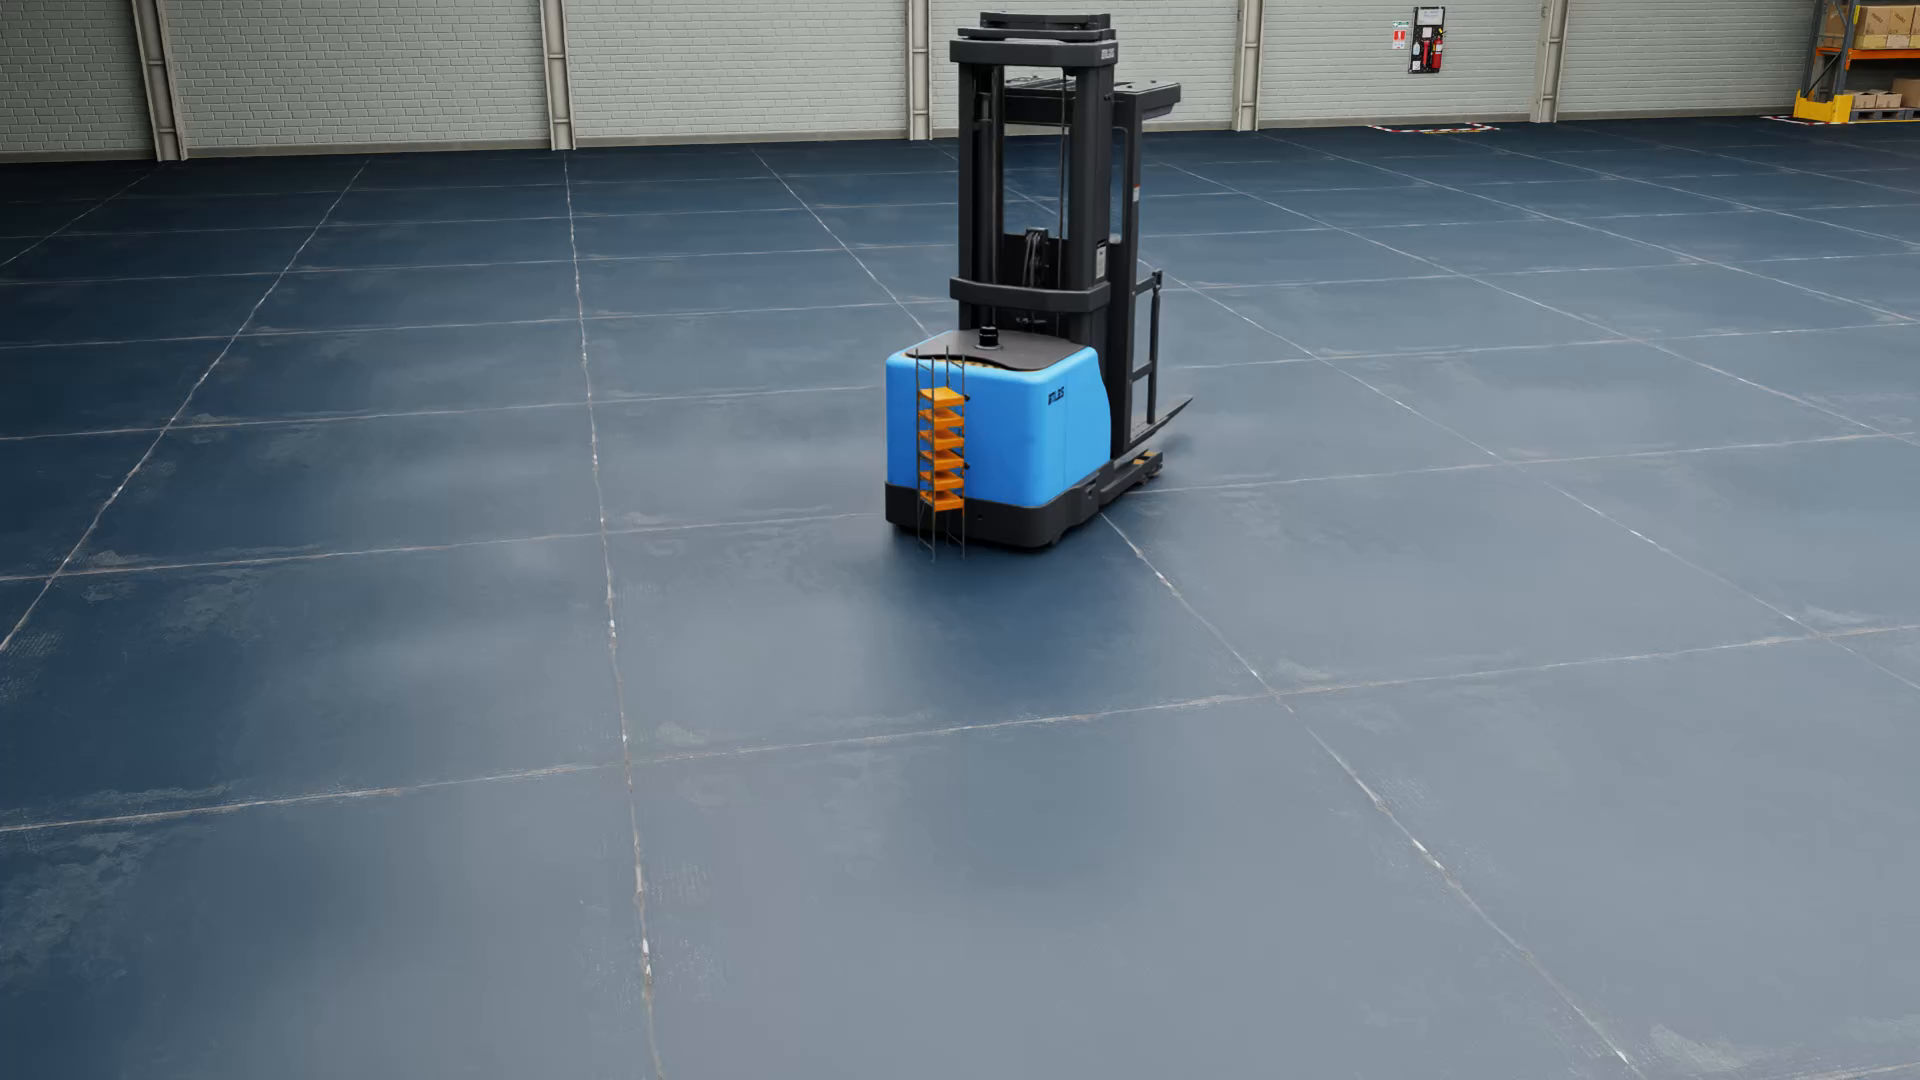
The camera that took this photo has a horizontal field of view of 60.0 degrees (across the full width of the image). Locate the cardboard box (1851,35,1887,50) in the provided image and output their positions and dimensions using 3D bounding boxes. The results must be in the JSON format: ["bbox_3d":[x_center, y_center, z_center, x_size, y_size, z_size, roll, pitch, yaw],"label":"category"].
[{"bbox_3d":[16.881,-9.294,31.015,0.500,0.250,0.500,-5,21,-14],"label":"cardboard box"}]

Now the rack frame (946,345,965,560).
[{"bbox_3d":[-0.026,-0.490,9.407,0.006,1.200,0.240,-9,22,-22],"label":"rack frame"}]

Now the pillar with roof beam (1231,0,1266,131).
[{"bbox_3d":[6.128,-10.194,24.560,0.400,9.000,9.100,-5,21,-12],"label":"pillar with roof beam"}]

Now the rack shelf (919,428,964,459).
[{"bbox_3d":[-0.110,-0.548,9.346,0.180,0.103,0.258,-9,22,-22],"label":"rack shelf"}]

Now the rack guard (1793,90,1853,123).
[{"bbox_3d":[16.407,-8.255,31.624,0.348,0.500,1.175,-5,21,-12],"label":"rack guard"}]

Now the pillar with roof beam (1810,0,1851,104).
[{"bbox_3d":[17.806,-11.144,27.153,0.400,9.000,9.100,-5,21,-12],"label":"pillar with roof beam"}]

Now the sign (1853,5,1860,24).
[{"bbox_3d":[16.458,-9.648,30.533,0.005,0.325,0.100,-5,21,-12],"label":"sign"}]

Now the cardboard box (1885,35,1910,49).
[{"bbox_3d":[17.383,-9.340,31.140,0.500,0.250,0.500,-5,21,-14],"label":"cardboard box"}]

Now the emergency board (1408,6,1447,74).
[{"bbox_3d":[8.562,-9.110,30.323,0.643,1.169,0.194,-5,21,-12],"label":"emergency board"}]

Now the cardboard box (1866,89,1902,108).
[{"bbox_3d":[17.582,-8.437,31.755,0.500,0.311,0.500,-3,20,-8],"label":"cardboard box"}]

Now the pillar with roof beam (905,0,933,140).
[{"bbox_3d":[0.289,-9.719,23.264,0.400,9.000,9.100,-5,21,-12],"label":"pillar with roof beam"}]

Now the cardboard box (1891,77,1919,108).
[{"bbox_3d":[18.307,-8.567,31.835,0.500,0.500,0.700,-6,21,-16],"label":"cardboard box"}]

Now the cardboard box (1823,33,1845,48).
[{"bbox_3d":[16.743,-9.464,31.478,0.500,0.250,0.500,-4,21,-12],"label":"cardboard box"}]

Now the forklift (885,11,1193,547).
[{"bbox_3d":[0.684,-1.799,10.463,1.130,2.935,3.031,10,22,26],"label":"forklift"}]

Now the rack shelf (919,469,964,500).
[{"bbox_3d":[-0.110,-0.322,9.428,0.180,0.103,0.258,-9,22,-22],"label":"rack shelf"}]

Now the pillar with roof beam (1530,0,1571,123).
[{"bbox_3d":[11.967,-10.669,25.857,0.400,9.000,9.100,-5,21,-12],"label":"pillar with roof beam"}]

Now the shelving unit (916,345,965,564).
[{"bbox_3d":[-0.110,-0.477,9.372,0.189,1.200,0.258,-9,22,-22],"label":"shelving unit"}]

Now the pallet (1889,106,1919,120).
[{"bbox_3d":[18.391,-8.267,32.077,1.213,0.211,1.003,-5,21,-12],"label":"pallet"}]

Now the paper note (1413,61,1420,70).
[{"bbox_3d":[8.374,-8.706,30.500,0.142,0.148,0.016,-5,21,-12],"label":"paper note"}]

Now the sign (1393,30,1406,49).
[{"bbox_3d":[8.001,-9.118,30.292,0.234,0.329,0.001,-5,21,-12],"label":"sign"}]

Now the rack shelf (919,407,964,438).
[{"bbox_3d":[-0.110,-0.660,9.304,0.180,0.103,0.258,-9,22,-22],"label":"rack shelf"}]

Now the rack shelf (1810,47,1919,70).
[{"bbox_3d":[18.279,-9.243,31.733,4.000,0.370,1.077,-5,21,-12],"label":"rack shelf"}]

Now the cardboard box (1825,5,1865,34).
[{"bbox_3d":[16.743,-9.822,31.367,0.500,0.500,0.500,-5,21,-13],"label":"cardboard box"}]

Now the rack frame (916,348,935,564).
[{"bbox_3d":[-0.194,-0.464,9.337,0.006,1.200,0.240,-9,22,-22],"label":"rack frame"}]

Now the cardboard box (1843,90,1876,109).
[{"bbox_3d":[17.027,-8.392,31.631,0.500,0.311,0.500,-7,21,-19],"label":"cardboard box"}]

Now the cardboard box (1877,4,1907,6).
[{"bbox_3d":[17.737,-9.901,31.582,0.500,0.500,0.500,-5,21,-14],"label":"cardboard box"}]

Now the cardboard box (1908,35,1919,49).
[{"bbox_3d":[17.880,-9.378,31.245,0.500,0.250,0.500,-5,21,-13],"label":"cardboard box"}]

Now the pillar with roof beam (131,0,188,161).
[{"bbox_3d":[-11.389,-8.769,20.671,0.400,9.000,9.100,-5,21,-12],"label":"pillar with roof beam"}]

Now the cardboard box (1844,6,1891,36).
[{"bbox_3d":[16.867,-9.651,30.899,0.500,0.500,0.500,-5,21,-12],"label":"cardboard box"}]

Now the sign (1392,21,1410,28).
[{"bbox_3d":[8.007,-9.364,30.194,0.331,0.109,0.001,-5,21,-12],"label":"sign"}]

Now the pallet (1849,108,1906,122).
[{"bbox_3d":[17.206,-8.172,31.817,1.213,0.211,1.003,-5,21,-12],"label":"pallet"}]

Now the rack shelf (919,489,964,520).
[{"bbox_3d":[-0.110,-0.210,9.469,0.180,0.103,0.258,-9,22,-22],"label":"rack shelf"}]

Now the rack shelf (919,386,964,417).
[{"bbox_3d":[-0.110,-0.773,9.263,0.180,0.103,0.258,-9,22,-22],"label":"rack shelf"}]

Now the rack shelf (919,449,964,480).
[{"bbox_3d":[-0.110,-0.435,9.387,0.180,0.103,0.258,-9,22,-22],"label":"rack shelf"}]

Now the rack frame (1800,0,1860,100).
[{"bbox_3d":[16.333,-9.423,31.177,0.127,3.000,1.000,-5,21,-12],"label":"rack frame"}]

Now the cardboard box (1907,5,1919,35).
[{"bbox_3d":[17.854,-9.726,31.103,0.500,0.500,0.500,-5,21,-14],"label":"cardboard box"}]

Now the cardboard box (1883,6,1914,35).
[{"bbox_3d":[17.350,-9.687,30.997,0.500,0.500,0.500,-5,21,-12],"label":"cardboard box"}]

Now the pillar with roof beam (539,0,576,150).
[{"bbox_3d":[-5.550,-9.244,21.968,0.400,9.000,9.100,-5,21,-12],"label":"pillar with roof beam"}]
